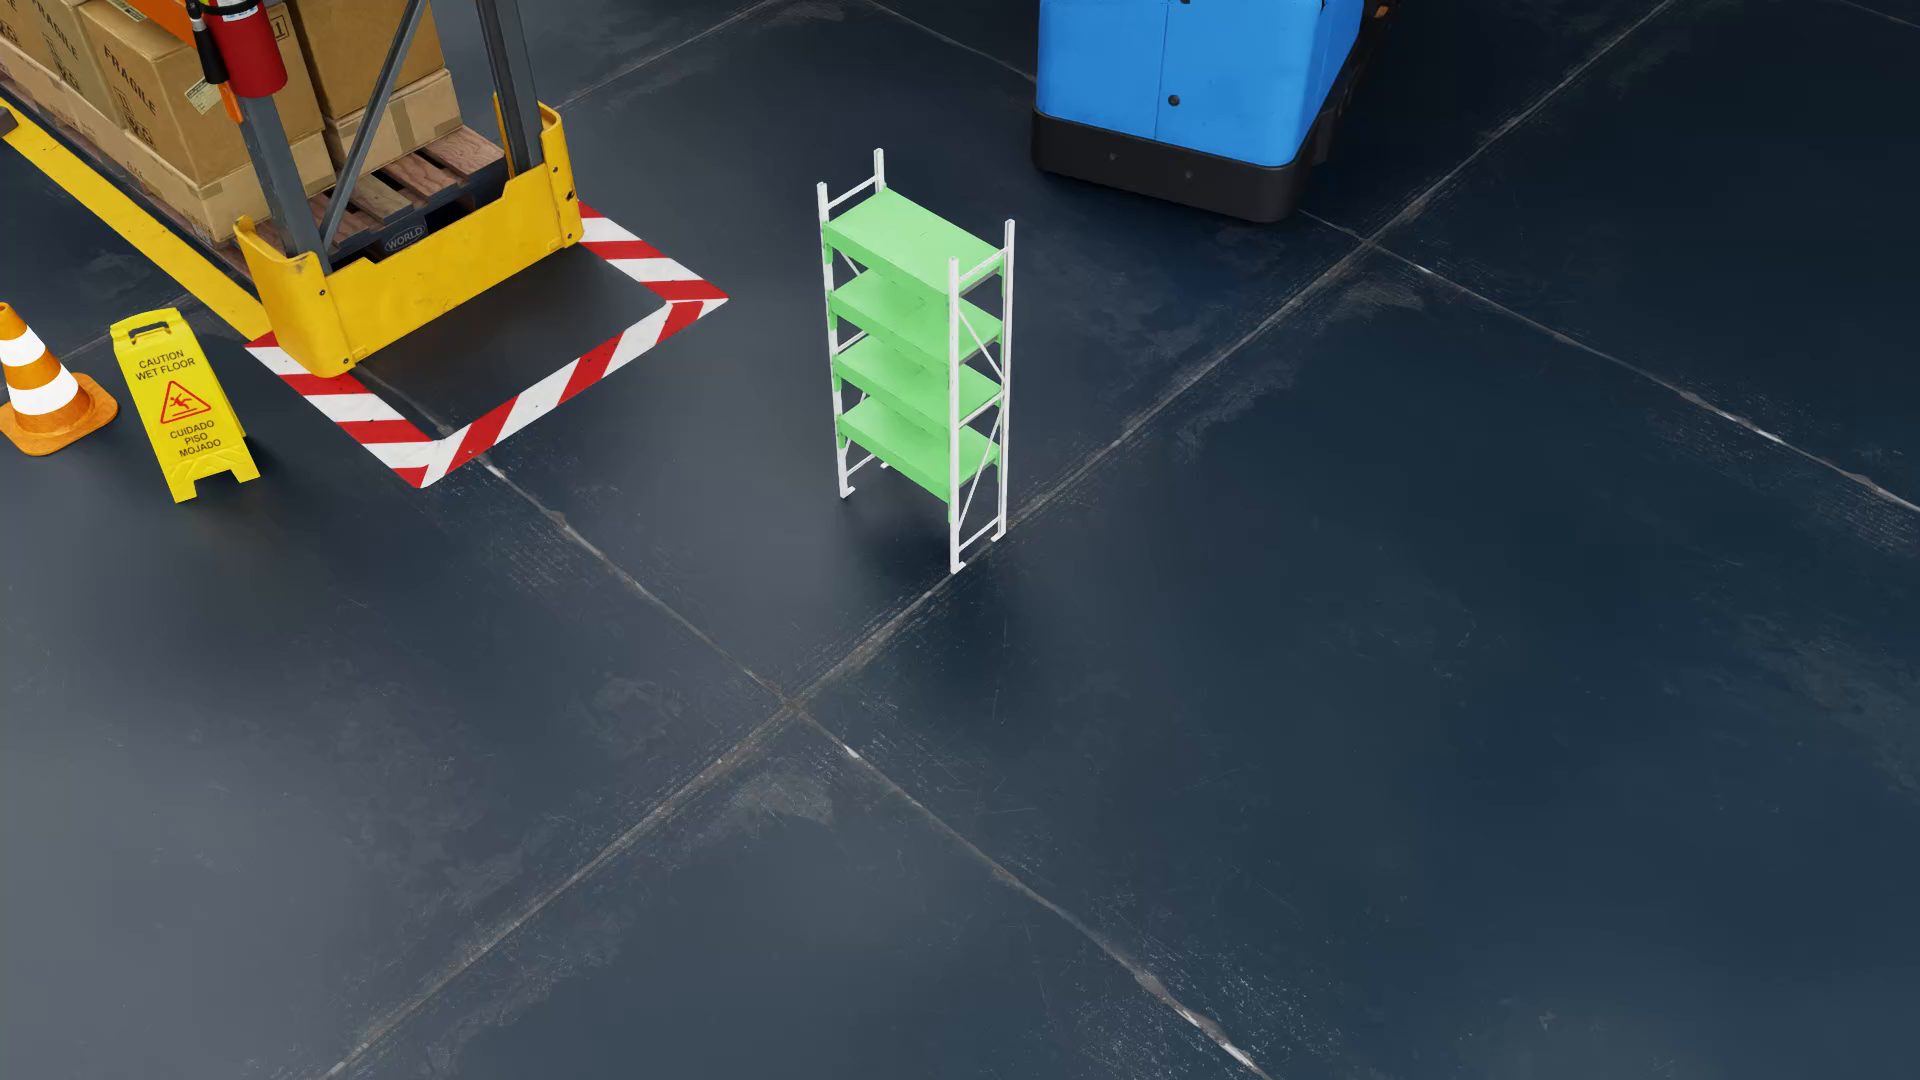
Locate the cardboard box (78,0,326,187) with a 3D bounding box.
[{"bbox_3d":[-2.641,-1.646,5.822,0.500,0.500,0.500,34,56,28],"label":"cardboard box"}]

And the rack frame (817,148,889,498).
[{"bbox_3d":[-0.301,-0.613,5.003,0.015,1.200,0.240,34,55,28],"label":"rack frame"}]

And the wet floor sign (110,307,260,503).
[{"bbox_3d":[-2.461,-0.457,5.237,0.267,0.644,0.232,-21,50,-18],"label":"wet floor sign"}]

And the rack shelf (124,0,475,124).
[{"bbox_3d":[-3.345,-2.673,6.196,4.000,0.370,1.077,34,55,28],"label":"rack shelf"}]

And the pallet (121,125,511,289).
[{"bbox_3d":[-2.504,-1.434,6.452,1.213,0.211,1.003,34,55,28],"label":"pallet"}]

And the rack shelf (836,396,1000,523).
[{"bbox_3d":[-0.122,-0.285,5.111,0.480,0.148,0.258,34,55,28],"label":"rack shelf"}]

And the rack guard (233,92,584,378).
[{"bbox_3d":[-1.931,-1.112,5.951,0.348,0.500,1.175,34,55,28],"label":"rack guard"}]

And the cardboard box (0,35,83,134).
[{"bbox_3d":[-3.415,-1.905,6.579,0.500,0.250,0.500,32,55,26],"label":"cardboard box"}]

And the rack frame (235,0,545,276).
[{"bbox_3d":[-1.875,-1.930,5.005,0.127,3.000,1.000,34,55,28],"label":"rack frame"}]

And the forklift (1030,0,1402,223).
[{"bbox_3d":[1.326,-3.290,6.329,1.130,2.935,3.031,17,49,16],"label":"forklift"}]

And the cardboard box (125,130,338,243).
[{"bbox_3d":[-2.669,-1.400,6.105,0.500,0.250,0.500,34,55,28],"label":"cardboard box"}]

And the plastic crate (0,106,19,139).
[{"bbox_3d":[-4.217,-1.693,6.785,0.583,0.080,0.402,17,49,15],"label":"plastic crate"}]

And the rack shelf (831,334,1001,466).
[{"bbox_3d":[-0.122,-0.449,4.936,0.480,0.148,0.258,34,55,28],"label":"rack shelf"}]

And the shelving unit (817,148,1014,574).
[{"bbox_3d":[-0.122,-0.493,4.889,0.503,1.200,0.258,34,55,28],"label":"shelving unit"}]

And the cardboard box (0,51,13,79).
[{"bbox_3d":[-3.773,-2.156,6.814,0.500,0.250,0.500,33,55,27],"label":"cardboard box"}]

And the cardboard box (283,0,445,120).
[{"bbox_3d":[-2.298,-1.948,6.105,0.500,0.500,0.500,32,55,27],"label":"cardboard box"}]

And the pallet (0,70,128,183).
[{"bbox_3d":[-3.396,-2.037,7.018,1.213,0.211,1.003,34,55,28],"label":"pallet"}]

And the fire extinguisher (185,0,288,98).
[{"bbox_3d":[-2.104,-1.600,4.748,0.183,0.674,0.296,34,55,28],"label":"fire extinguisher"}]

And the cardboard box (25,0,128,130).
[{"bbox_3d":[-3.027,-1.902,6.062,0.500,0.500,0.500,36,56,29],"label":"cardboard box"}]

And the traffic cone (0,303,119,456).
[{"bbox_3d":[-3.066,-0.584,5.480,0.334,0.463,0.336,34,55,28],"label":"traffic cone"}]

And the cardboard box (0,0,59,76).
[{"bbox_3d":[-3.393,-2.156,6.300,0.500,0.500,0.500,33,55,27],"label":"cardboard box"}]

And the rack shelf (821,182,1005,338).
[{"bbox_3d":[-0.122,-0.777,4.586,0.480,0.148,0.258,34,55,28],"label":"rack shelf"}]

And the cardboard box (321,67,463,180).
[{"bbox_3d":[-2.280,-1.680,6.368,0.500,0.250,0.500,33,55,27],"label":"cardboard box"}]

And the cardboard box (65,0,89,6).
[{"bbox_3d":[-2.956,-2.014,5.722,0.250,0.149,0.380,36,56,29],"label":"cardboard box"}]

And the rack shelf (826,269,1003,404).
[{"bbox_3d":[-0.122,-0.613,4.761,0.480,0.148,0.258,34,55,28],"label":"rack shelf"}]

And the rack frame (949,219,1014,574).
[{"bbox_3d":[0.058,-0.372,4.776,0.015,1.200,0.240,34,55,28],"label":"rack frame"}]

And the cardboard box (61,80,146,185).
[{"bbox_3d":[-3.027,-1.649,6.339,0.500,0.250,0.500,34,55,28],"label":"cardboard box"}]
